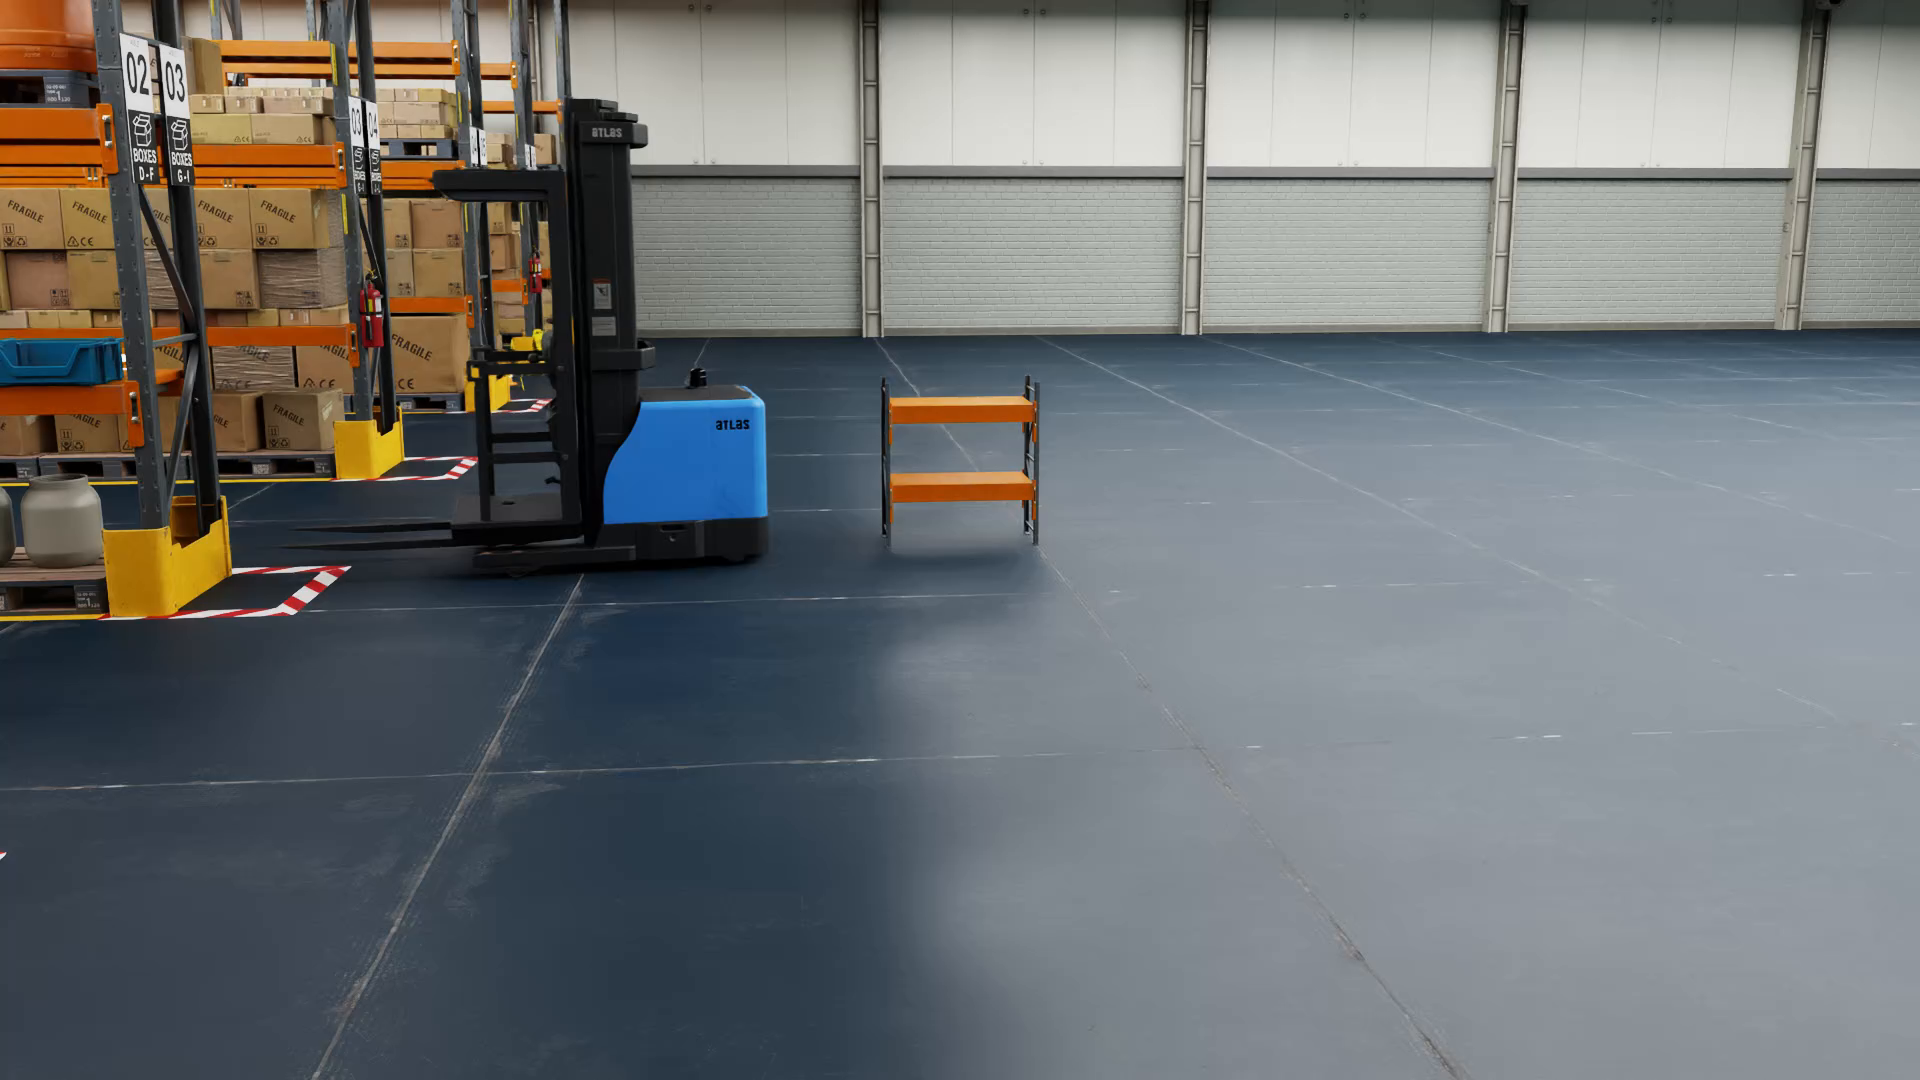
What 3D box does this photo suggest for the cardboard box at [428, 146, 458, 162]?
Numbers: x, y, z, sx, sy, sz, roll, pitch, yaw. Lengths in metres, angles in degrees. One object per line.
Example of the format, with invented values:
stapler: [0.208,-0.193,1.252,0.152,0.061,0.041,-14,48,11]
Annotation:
cardboard box: [-7.232,-5.482,23.588,0.500,0.250,0.500,-1,11,-7]

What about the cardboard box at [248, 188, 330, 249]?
cardboard box: [-5.701,-2.734,14.147,0.500,0.500,0.500,-1,11,-6]

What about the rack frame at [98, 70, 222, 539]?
rack frame: [-4.646,-1.158,9.750,0.127,3.000,1.000,-1,11,-6]

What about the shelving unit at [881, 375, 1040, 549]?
shelving unit: [-0.007,-0.552,11.528,1.048,1.125,0.538,-1,11,-6]

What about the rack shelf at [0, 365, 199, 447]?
rack shelf: [-6.634,-0.763,9.607,4.000,0.370,1.077,-1,11,-6]

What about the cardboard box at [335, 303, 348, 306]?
cardboard box: [-5.490,-2.024,14.808,0.250,0.149,0.380,-1,11,-6]

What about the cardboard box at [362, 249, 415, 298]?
cardboard box: [-6.524,-3.102,19.253,0.550,0.550,0.875,-1,11,-6]

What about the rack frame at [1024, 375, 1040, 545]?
rack frame: [0.499,-0.562,11.582,0.032,1.125,0.500,-1,11,-6]

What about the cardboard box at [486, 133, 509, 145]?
cardboard box: [-6.555,-5.684,23.582,0.250,0.149,0.380,-1,11,-6]

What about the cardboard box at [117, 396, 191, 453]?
cardboard box: [-7.018,-1.049,14.587,0.500,0.500,0.500,0,11,-1]

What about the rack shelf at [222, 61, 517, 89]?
rack shelf: [-8.239,-6.555,23.527,4.000,0.370,1.077,-1,11,-6]

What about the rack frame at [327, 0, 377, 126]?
rack frame: [-5.181,-5.051,14.002,0.127,3.000,1.000,-1,11,-6]

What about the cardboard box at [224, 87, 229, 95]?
cardboard box: [-8.180,-4.936,18.431,0.250,0.149,0.380,-1,11,-5]

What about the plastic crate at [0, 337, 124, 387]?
plastic crate: [-5.111,-1.017,9.419,0.616,0.251,0.499,-1,11,-6]

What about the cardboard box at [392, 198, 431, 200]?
cardboard box: [-7.735,-4.602,23.645,0.500,0.500,0.700,-1,11,-7]

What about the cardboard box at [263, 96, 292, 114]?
cardboard box: [-5.694,-3.653,14.021,0.250,0.149,0.380,-2,11,-8]

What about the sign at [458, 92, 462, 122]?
sign: [-5.571,-4.824,18.532,0.005,0.325,0.100,-1,11,-6]

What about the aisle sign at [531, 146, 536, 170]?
aisle sign: [-6.223,-5.344,24.306,0.004,0.787,0.394,-1,11,-6]

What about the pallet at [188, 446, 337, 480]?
pallet: [-6.068,-0.727,14.790,1.213,0.211,1.003,-1,11,-6]

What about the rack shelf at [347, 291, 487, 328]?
rack shelf: [-7.604,-2.666,19.288,4.000,0.370,1.077,-1,11,-6]

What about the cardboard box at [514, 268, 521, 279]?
cardboard box: [-6.611,-3.917,24.438,0.250,0.149,0.380,-1,11,-6]

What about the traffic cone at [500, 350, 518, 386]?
traffic cone: [-6.081,-2.301,22.142,0.334,0.463,0.336,-1,11,-6]

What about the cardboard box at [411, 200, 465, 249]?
cardboard box: [-5.989,-3.664,19.310,0.550,0.550,0.875,-1,11,-6]

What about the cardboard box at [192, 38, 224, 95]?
cardboard box: [-6.686,-4.040,14.311,0.500,0.500,0.500,-1,11,-6]

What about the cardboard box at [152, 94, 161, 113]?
cardboard box: [-6.717,-3.610,13.803,0.250,0.149,0.380,-2,11,-9]

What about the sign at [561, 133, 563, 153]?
sign: [-6.746,-6.723,28.192,0.005,0.325,0.100,-1,11,-6]

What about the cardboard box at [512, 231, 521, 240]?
cardboard box: [-7.620,-5.261,28.684,0.250,0.149,0.380,-1,11,-5]

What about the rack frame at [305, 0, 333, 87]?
rack frame: [-10.767,-7.820,28.087,0.127,3.000,1.000,-1,11,-6]

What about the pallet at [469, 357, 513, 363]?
pallet: [-7.138,-2.628,24.457,1.213,0.211,1.003,-1,11,-6]

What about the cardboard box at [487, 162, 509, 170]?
cardboard box: [-6.575,-5.295,23.672,0.250,0.149,0.380,-1,11,-6]

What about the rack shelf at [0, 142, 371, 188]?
rack shelf: [-7.169,-3.185,14.149,4.000,0.370,1.077,-1,11,-6]

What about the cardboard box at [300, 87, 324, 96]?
cardboard box: [-7.178,-4.957,18.537,0.250,0.149,0.380,-1,11,-7]

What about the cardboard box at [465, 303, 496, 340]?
cardboard box: [-7.019,-3.166,24.061,0.500,0.500,0.500,-1,11,-6]

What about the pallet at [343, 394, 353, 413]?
pallet: [-7.612,-1.636,19.412,1.213,0.211,1.003,-1,11,-6]

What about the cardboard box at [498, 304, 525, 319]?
cardboard box: [-7.740,-3.983,28.867,0.500,0.250,0.500,-1,11,-7]

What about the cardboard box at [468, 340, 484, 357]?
cardboard box: [-7.049,-2.796,24.122,0.500,0.250,0.500,-1,11,-6]

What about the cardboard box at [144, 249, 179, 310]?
cardboard box: [-6.716,-2.261,14.330,0.500,0.500,0.875,-1,11,-6]

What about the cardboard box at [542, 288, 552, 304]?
cardboard box: [-7.215,-4.238,28.865,0.500,0.250,0.500,-1,11,-4]

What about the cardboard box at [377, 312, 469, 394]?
cardboard box: [-6.283,-2.197,19.458,0.875,0.875,0.875,-1,11,-6]

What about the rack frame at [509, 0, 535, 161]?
rack frame: [-6.251,-6.952,23.669,0.127,3.000,1.000,-1,11,-6]

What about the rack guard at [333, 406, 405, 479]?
rack guard: [-5.256,-0.879,14.814,0.348,0.500,1.175,-1,11,-6]

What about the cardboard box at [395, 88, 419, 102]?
cardboard box: [-6.162,-4.979,18.646,0.250,0.149,0.380,-1,11,-6]

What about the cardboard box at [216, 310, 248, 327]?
cardboard box: [-6.183,-1.916,14.260,0.250,0.149,0.380,-1,11,-6]

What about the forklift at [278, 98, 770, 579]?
forklift: [-2.818,-1.309,10.696,3.031,2.935,1.130,-3,11,-14]

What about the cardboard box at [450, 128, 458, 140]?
cardboard box: [-5.991,-4.719,19.391,0.250,0.149,0.380,-1,11,-6]

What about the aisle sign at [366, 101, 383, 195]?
aisle sign: [-5.151,-3.442,14.630,0.004,0.787,0.394,-1,11,-6]

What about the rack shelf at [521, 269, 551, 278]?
rack shelf: [-8.779,-4.565,28.947,4.000,0.370,1.077,-1,11,-6]

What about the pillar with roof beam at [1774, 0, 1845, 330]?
pillar with roof beam: [16.745,-7.736,27.660,0.548,9.000,9.100,-1,11,-6]

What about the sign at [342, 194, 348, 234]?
sign: [-5.140,-2.724,13.895,0.005,0.325,0.100,-1,11,-6]

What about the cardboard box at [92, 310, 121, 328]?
cardboard box: [-7.177,-1.895,14.154,0.250,0.149,0.380,-1,11,-6]

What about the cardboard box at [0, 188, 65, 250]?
cardboard box: [-7.688,-2.691,13.929,0.500,0.500,0.500,-1,11,-6]
